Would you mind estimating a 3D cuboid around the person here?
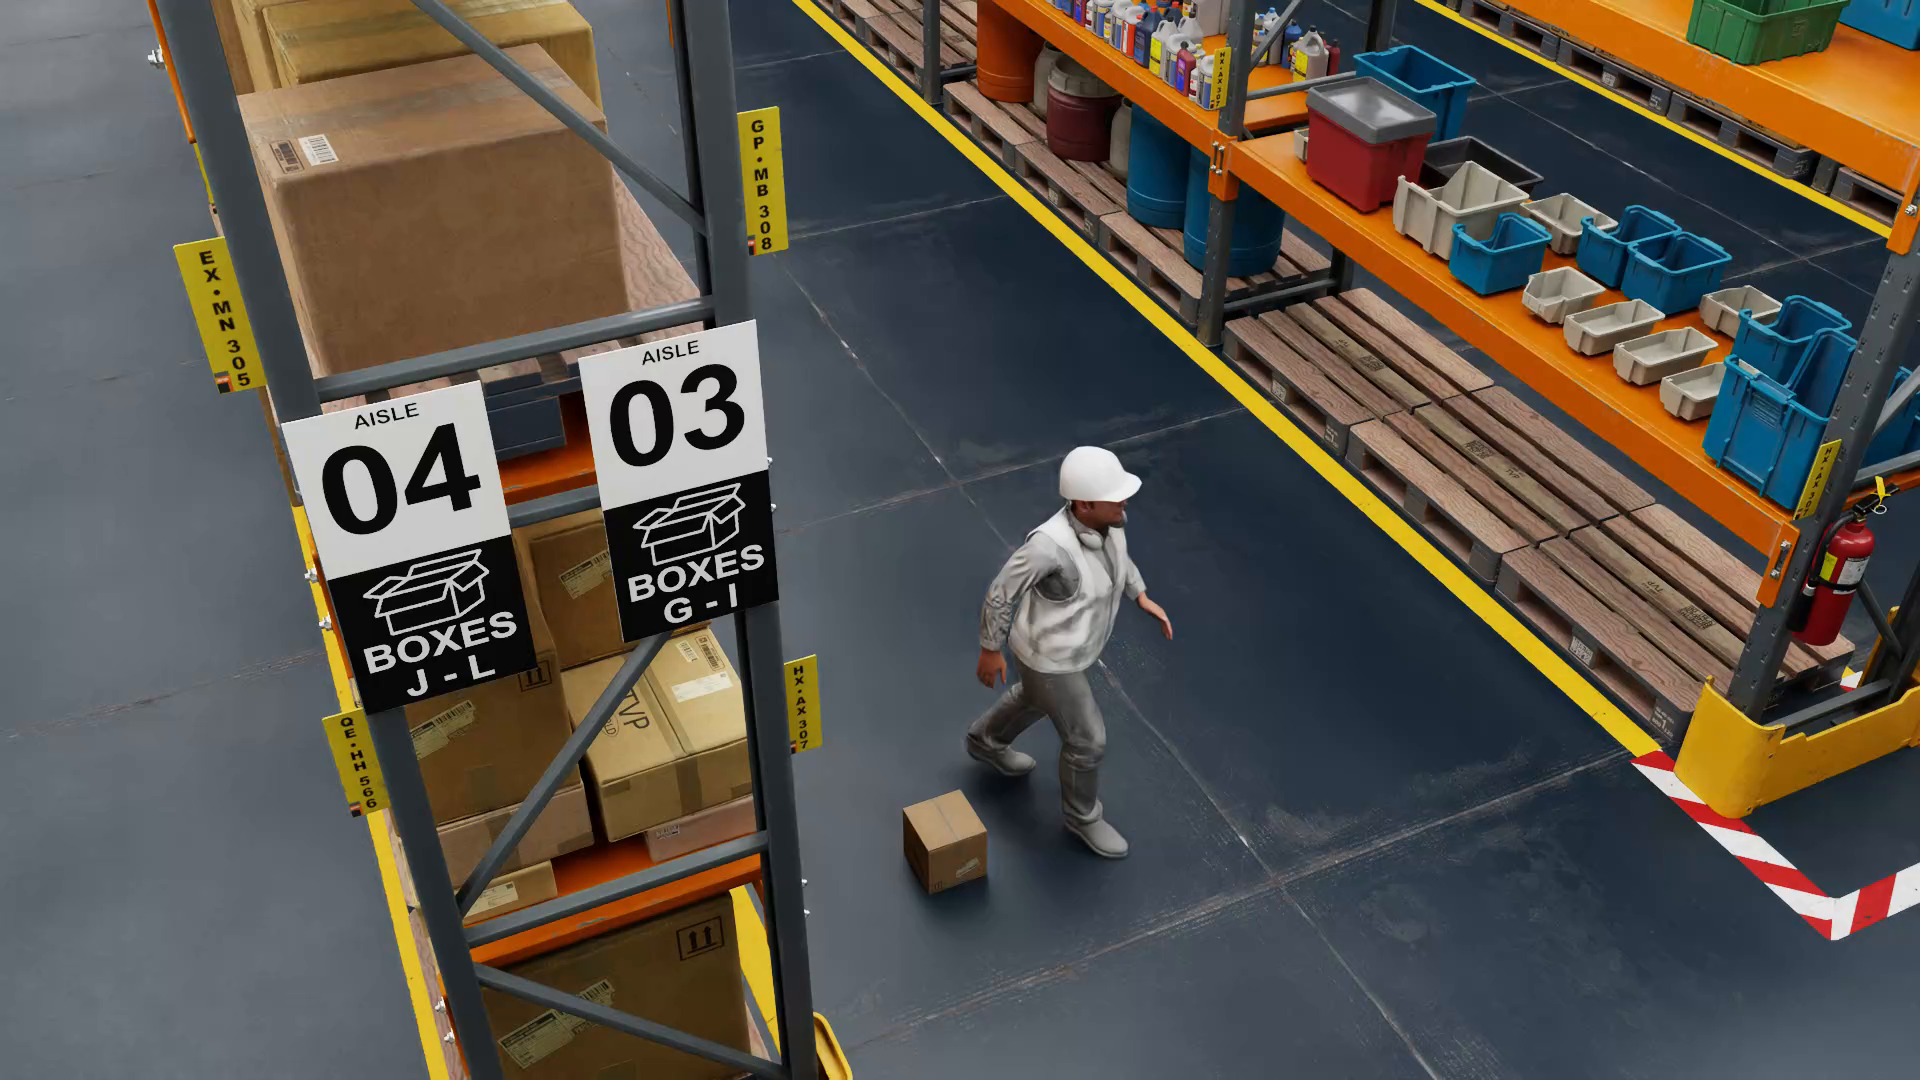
[{"bbox_3d":[0.375,0.370,6.331,0.811,1.773,0.661,16,40,20],"label":"person"}]
